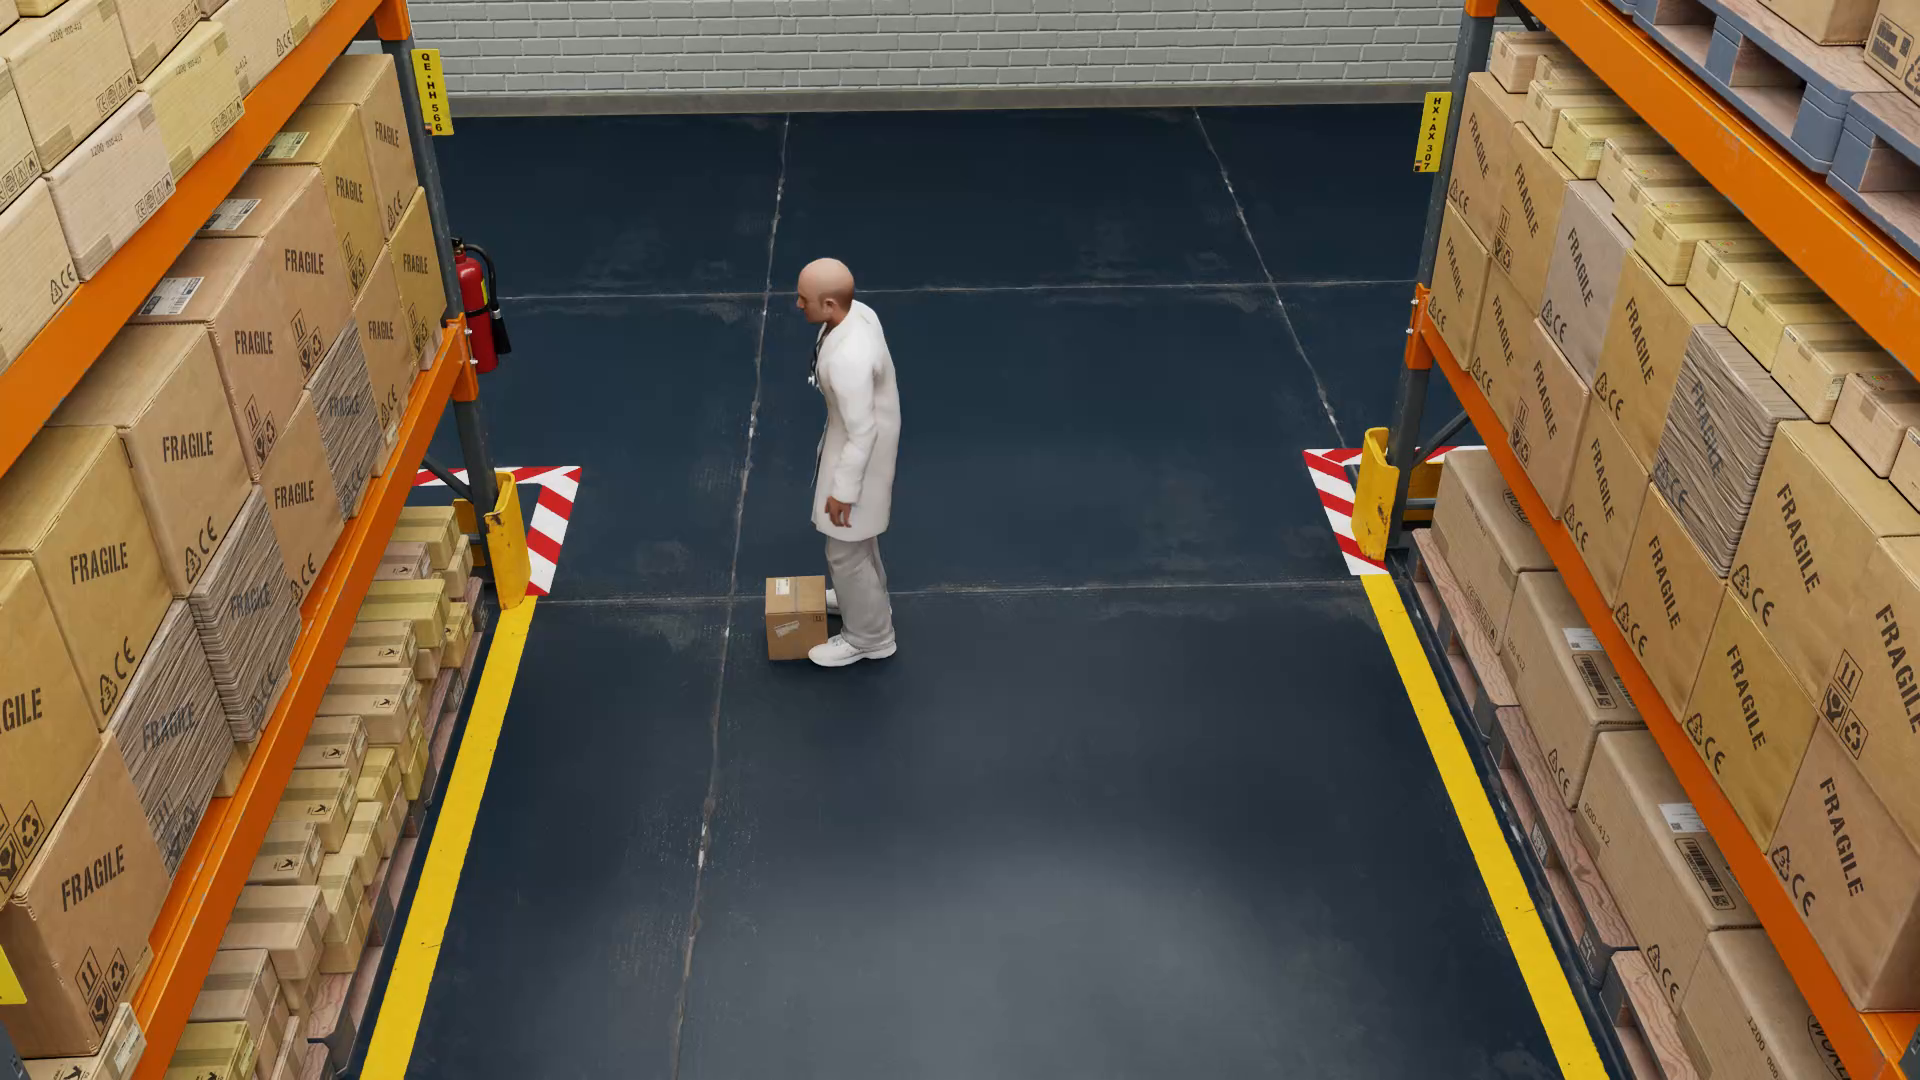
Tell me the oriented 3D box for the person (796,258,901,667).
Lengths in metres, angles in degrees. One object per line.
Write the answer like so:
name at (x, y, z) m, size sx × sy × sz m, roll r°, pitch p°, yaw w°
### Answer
person at (-5.979, 3.379, 1.291) m, size 12.155 × 1.774 × 12.979 m, roll -2°, pitch 35°, yaw -2°
